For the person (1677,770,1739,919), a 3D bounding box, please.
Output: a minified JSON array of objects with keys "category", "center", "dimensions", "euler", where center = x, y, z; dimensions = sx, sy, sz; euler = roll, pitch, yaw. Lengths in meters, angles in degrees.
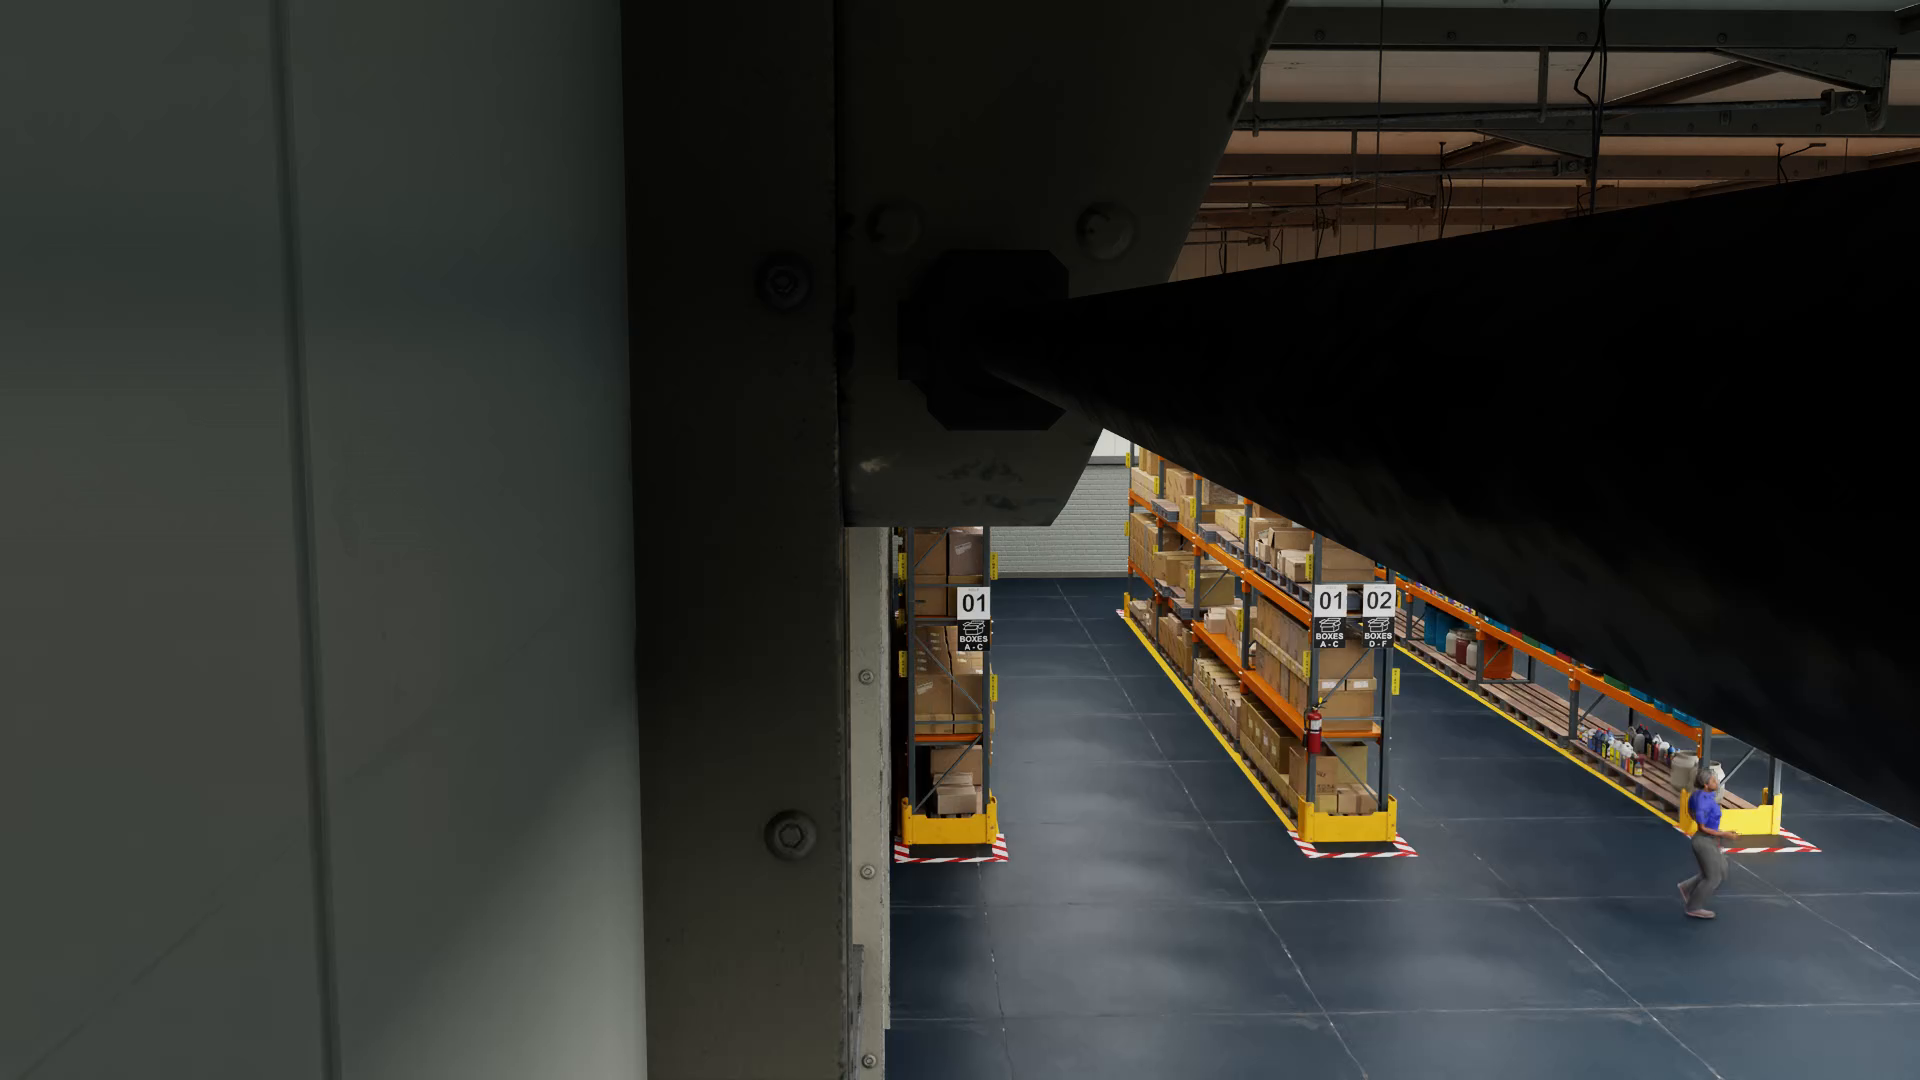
[{"category":"person","center":[8.043,3.301,17.822],"dimensions":[0.531,1.522,0.570],"euler":[3,8,22]}]
